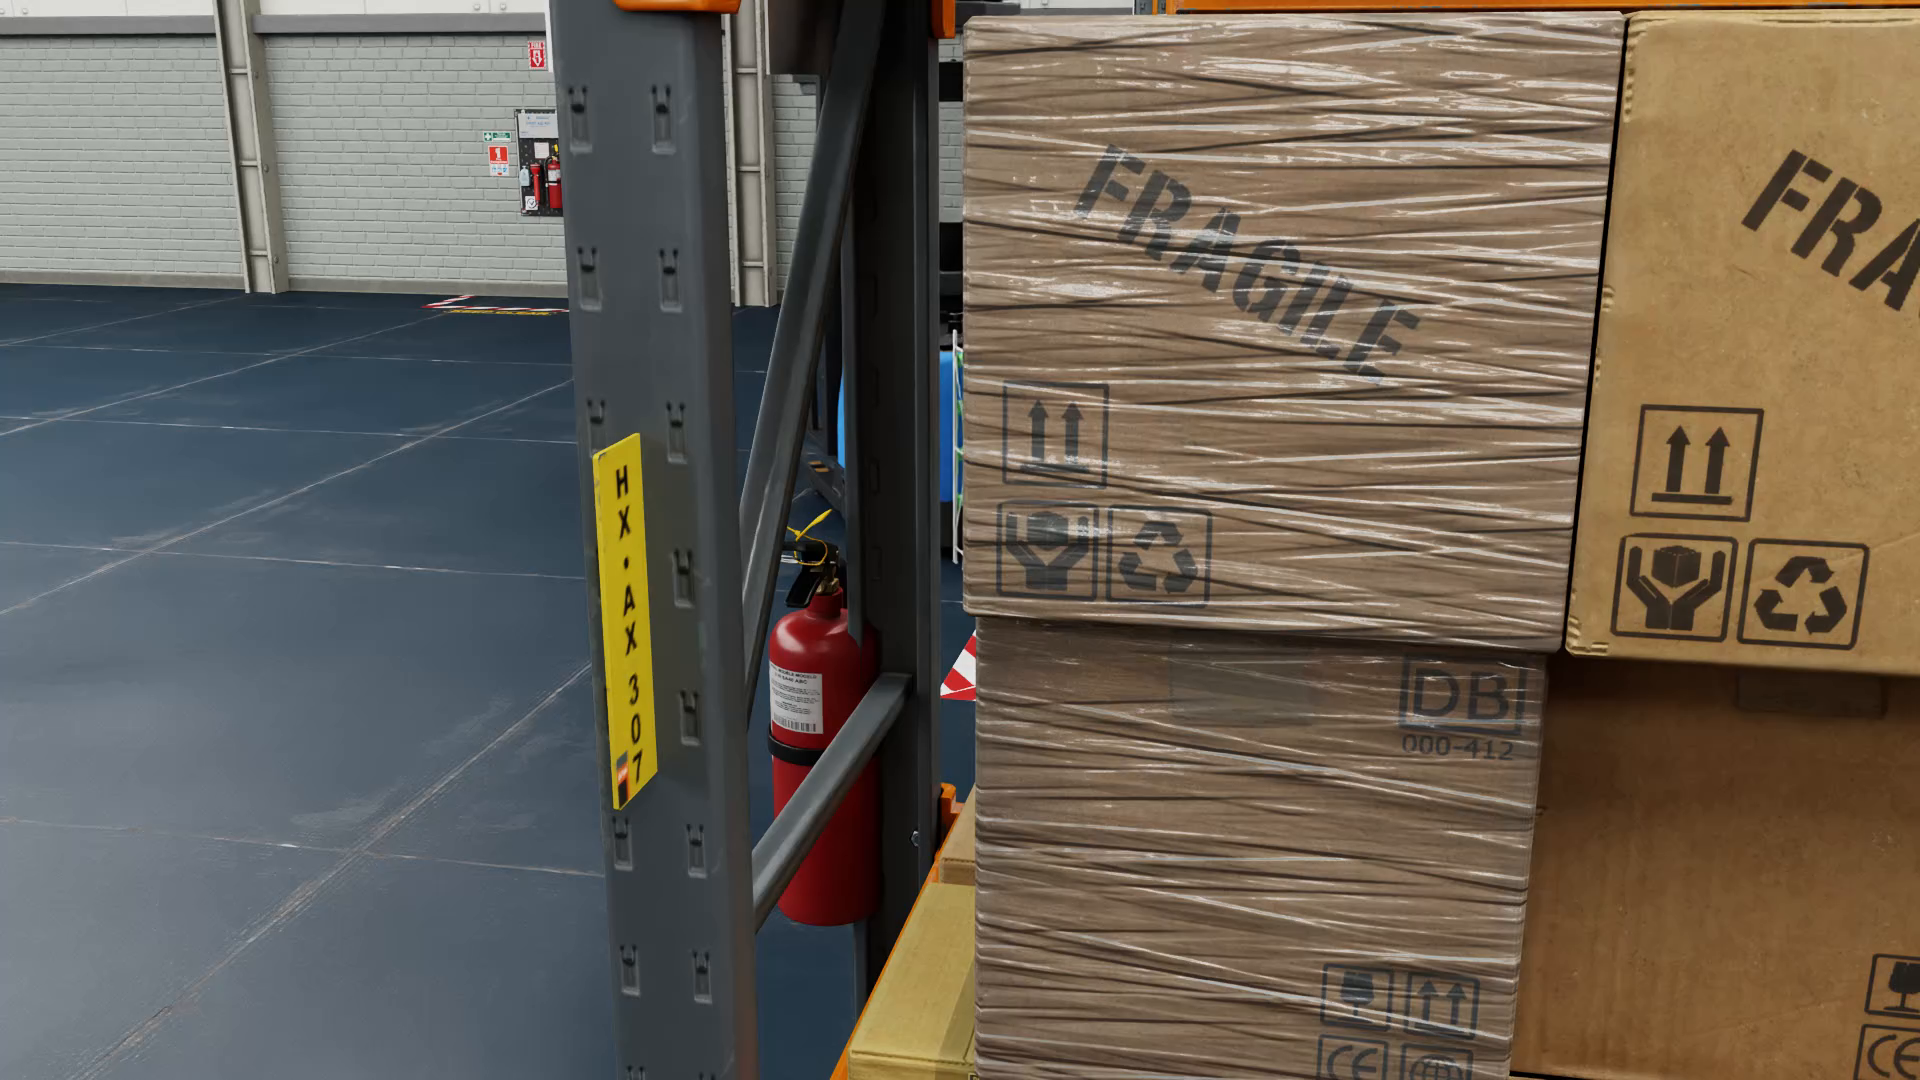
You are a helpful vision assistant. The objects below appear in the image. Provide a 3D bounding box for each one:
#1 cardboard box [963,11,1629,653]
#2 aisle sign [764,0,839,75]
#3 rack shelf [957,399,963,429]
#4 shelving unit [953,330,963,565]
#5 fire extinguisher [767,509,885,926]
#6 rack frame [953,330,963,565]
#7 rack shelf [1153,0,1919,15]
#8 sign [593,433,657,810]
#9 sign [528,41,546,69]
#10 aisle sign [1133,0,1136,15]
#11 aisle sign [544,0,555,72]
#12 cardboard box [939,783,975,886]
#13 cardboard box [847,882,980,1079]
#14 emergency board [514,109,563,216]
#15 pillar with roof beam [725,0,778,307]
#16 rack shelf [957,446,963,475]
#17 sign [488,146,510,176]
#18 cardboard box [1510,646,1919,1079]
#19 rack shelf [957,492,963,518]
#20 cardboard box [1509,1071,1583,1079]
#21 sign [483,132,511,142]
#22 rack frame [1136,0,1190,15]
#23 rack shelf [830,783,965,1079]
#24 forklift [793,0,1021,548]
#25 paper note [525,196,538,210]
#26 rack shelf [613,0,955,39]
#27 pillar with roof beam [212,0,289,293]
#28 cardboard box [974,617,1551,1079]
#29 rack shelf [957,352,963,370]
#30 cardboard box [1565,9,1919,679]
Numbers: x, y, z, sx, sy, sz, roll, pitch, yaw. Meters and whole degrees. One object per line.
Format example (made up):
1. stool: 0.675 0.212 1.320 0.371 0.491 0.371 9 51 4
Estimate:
1. cardboard box: 0.296 -0.225 1.567 0.500 0.500 0.500 3 16 11
2. aisle sign: -0.190 -0.987 2.065 0.004 0.787 0.394 3 16 11
3. rack shelf: 0.241 -0.625 8.340 0.480 0.148 0.258 -5 16 -17
4. shelving unit: 0.241 -0.455 8.387 0.503 1.200 0.258 -5 16 -17
5. fire extinguisher: -0.209 0.259 2.584 0.183 0.674 0.296 3 16 11
6. rack frame: 0.008 -0.436 8.317 0.015 1.200 0.240 -5 16 -17
7. rack shelf: 2.758 -1.940 6.105 4.000 0.370 1.077 3 16 11
8. sign: -0.297 0.073 1.488 0.005 0.325 0.100 3 16 11
9. sign: -4.651 -5.333 18.281 0.199 0.298 0.001 3 16 11
10. aisle sign: 0.669 -2.128 6.184 0.004 0.787 0.394 3 16 11
11. aisle sign: -0.309 -0.830 1.498 0.004 0.787 0.394 3 16 11
12. cardboard box: 0.132 0.430 2.290 0.250 0.149 0.380 3 16 11
13. cardboard box: 0.043 0.547 1.870 0.250 0.149 0.380 3 16 11
14. emergency board: -4.663 -4.189 18.495 0.643 1.169 0.194 3 16 11
15. pillar with roof beam: -3.107 -5.812 13.118 0.400 9.000 9.100 3 16 11
16. rack shelf: 0.241 -0.393 8.404 0.480 0.148 0.258 -5 16 -17
17. sign: -5.184 -4.263 18.694 0.234 0.329 0.001 3 16 11
18. cardboard box: 0.859 0.188 1.949 0.500 0.500 0.875 3 16 11
19. rack shelf: 0.241 -0.162 8.468 0.480 0.148 0.258 -5 16 -17
20. cardboard box: 0.526 0.582 1.742 0.250 0.149 0.380 3 16 11
21. sign: -5.182 -4.515 18.614 0.331 0.109 0.001 3 16 11
22. rack frame: 0.798 -0.948 6.794 0.127 3.000 1.000 3 16 11
23. rack shelf: 1.771 0.801 1.828 4.000 0.370 1.077 3 16 11
24. forklift: -0.330 -1.706 9.659 1.130 2.935 3.031 -5 16 -16
25. paper note: -4.823 -3.792 18.712 0.142 0.148 0.016 3 16 11
26. rack shelf: 1.771 -0.644 1.428 4.000 0.370 1.077 3 16 11
27. pillar with roof beam: -8.986 -6.132 14.271 0.400 9.000 9.100 3 16 11
28. cardboard box: 0.345 0.193 1.932 0.500 0.500 0.875 3 16 11
29. rack shelf: 0.241 -0.856 8.276 0.480 0.148 0.258 -5 16 -17
30. cardboard box: 0.784 -0.196 1.464 0.500 0.500 0.500 3 16 11
